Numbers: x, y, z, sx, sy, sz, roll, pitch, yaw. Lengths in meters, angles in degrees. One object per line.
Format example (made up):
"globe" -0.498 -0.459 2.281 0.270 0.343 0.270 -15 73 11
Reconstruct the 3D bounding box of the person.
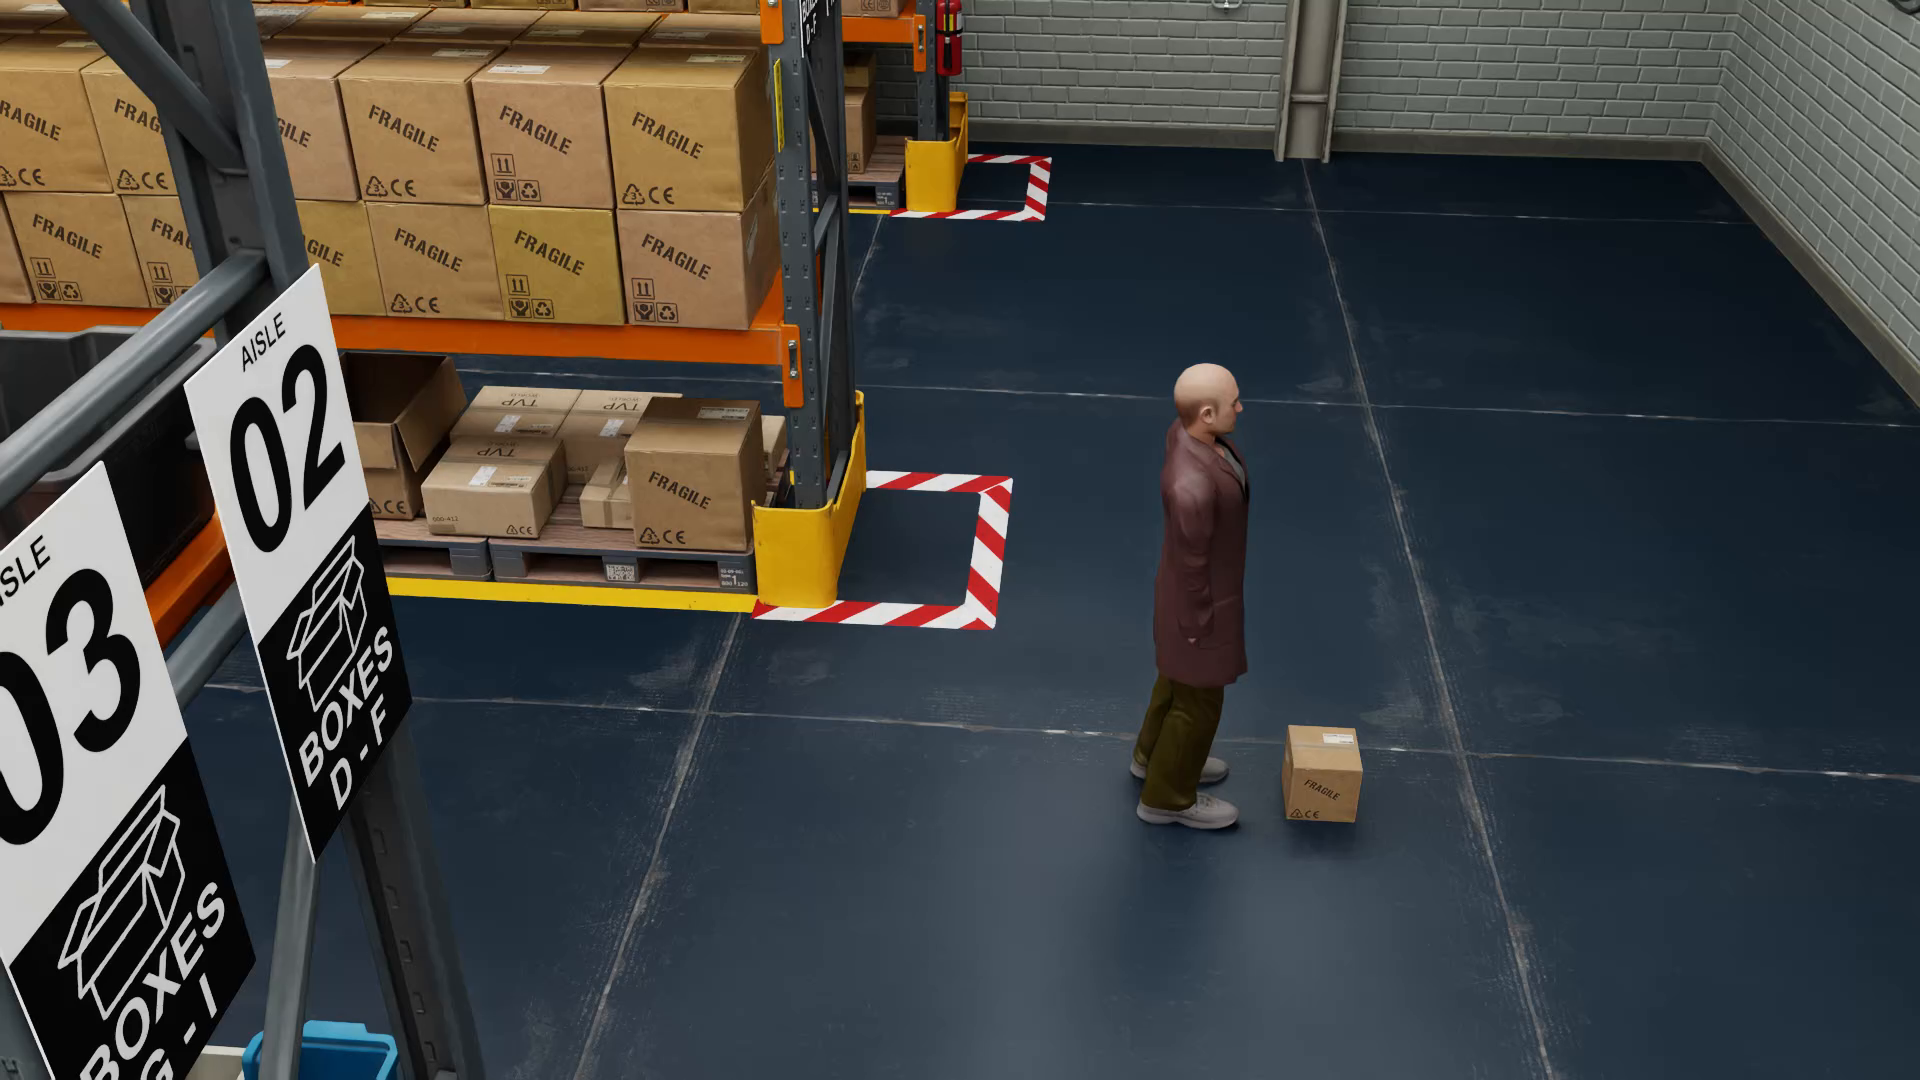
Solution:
"person" 0.844 0.197 5.834 0.404 1.777 0.560 3 32 5
